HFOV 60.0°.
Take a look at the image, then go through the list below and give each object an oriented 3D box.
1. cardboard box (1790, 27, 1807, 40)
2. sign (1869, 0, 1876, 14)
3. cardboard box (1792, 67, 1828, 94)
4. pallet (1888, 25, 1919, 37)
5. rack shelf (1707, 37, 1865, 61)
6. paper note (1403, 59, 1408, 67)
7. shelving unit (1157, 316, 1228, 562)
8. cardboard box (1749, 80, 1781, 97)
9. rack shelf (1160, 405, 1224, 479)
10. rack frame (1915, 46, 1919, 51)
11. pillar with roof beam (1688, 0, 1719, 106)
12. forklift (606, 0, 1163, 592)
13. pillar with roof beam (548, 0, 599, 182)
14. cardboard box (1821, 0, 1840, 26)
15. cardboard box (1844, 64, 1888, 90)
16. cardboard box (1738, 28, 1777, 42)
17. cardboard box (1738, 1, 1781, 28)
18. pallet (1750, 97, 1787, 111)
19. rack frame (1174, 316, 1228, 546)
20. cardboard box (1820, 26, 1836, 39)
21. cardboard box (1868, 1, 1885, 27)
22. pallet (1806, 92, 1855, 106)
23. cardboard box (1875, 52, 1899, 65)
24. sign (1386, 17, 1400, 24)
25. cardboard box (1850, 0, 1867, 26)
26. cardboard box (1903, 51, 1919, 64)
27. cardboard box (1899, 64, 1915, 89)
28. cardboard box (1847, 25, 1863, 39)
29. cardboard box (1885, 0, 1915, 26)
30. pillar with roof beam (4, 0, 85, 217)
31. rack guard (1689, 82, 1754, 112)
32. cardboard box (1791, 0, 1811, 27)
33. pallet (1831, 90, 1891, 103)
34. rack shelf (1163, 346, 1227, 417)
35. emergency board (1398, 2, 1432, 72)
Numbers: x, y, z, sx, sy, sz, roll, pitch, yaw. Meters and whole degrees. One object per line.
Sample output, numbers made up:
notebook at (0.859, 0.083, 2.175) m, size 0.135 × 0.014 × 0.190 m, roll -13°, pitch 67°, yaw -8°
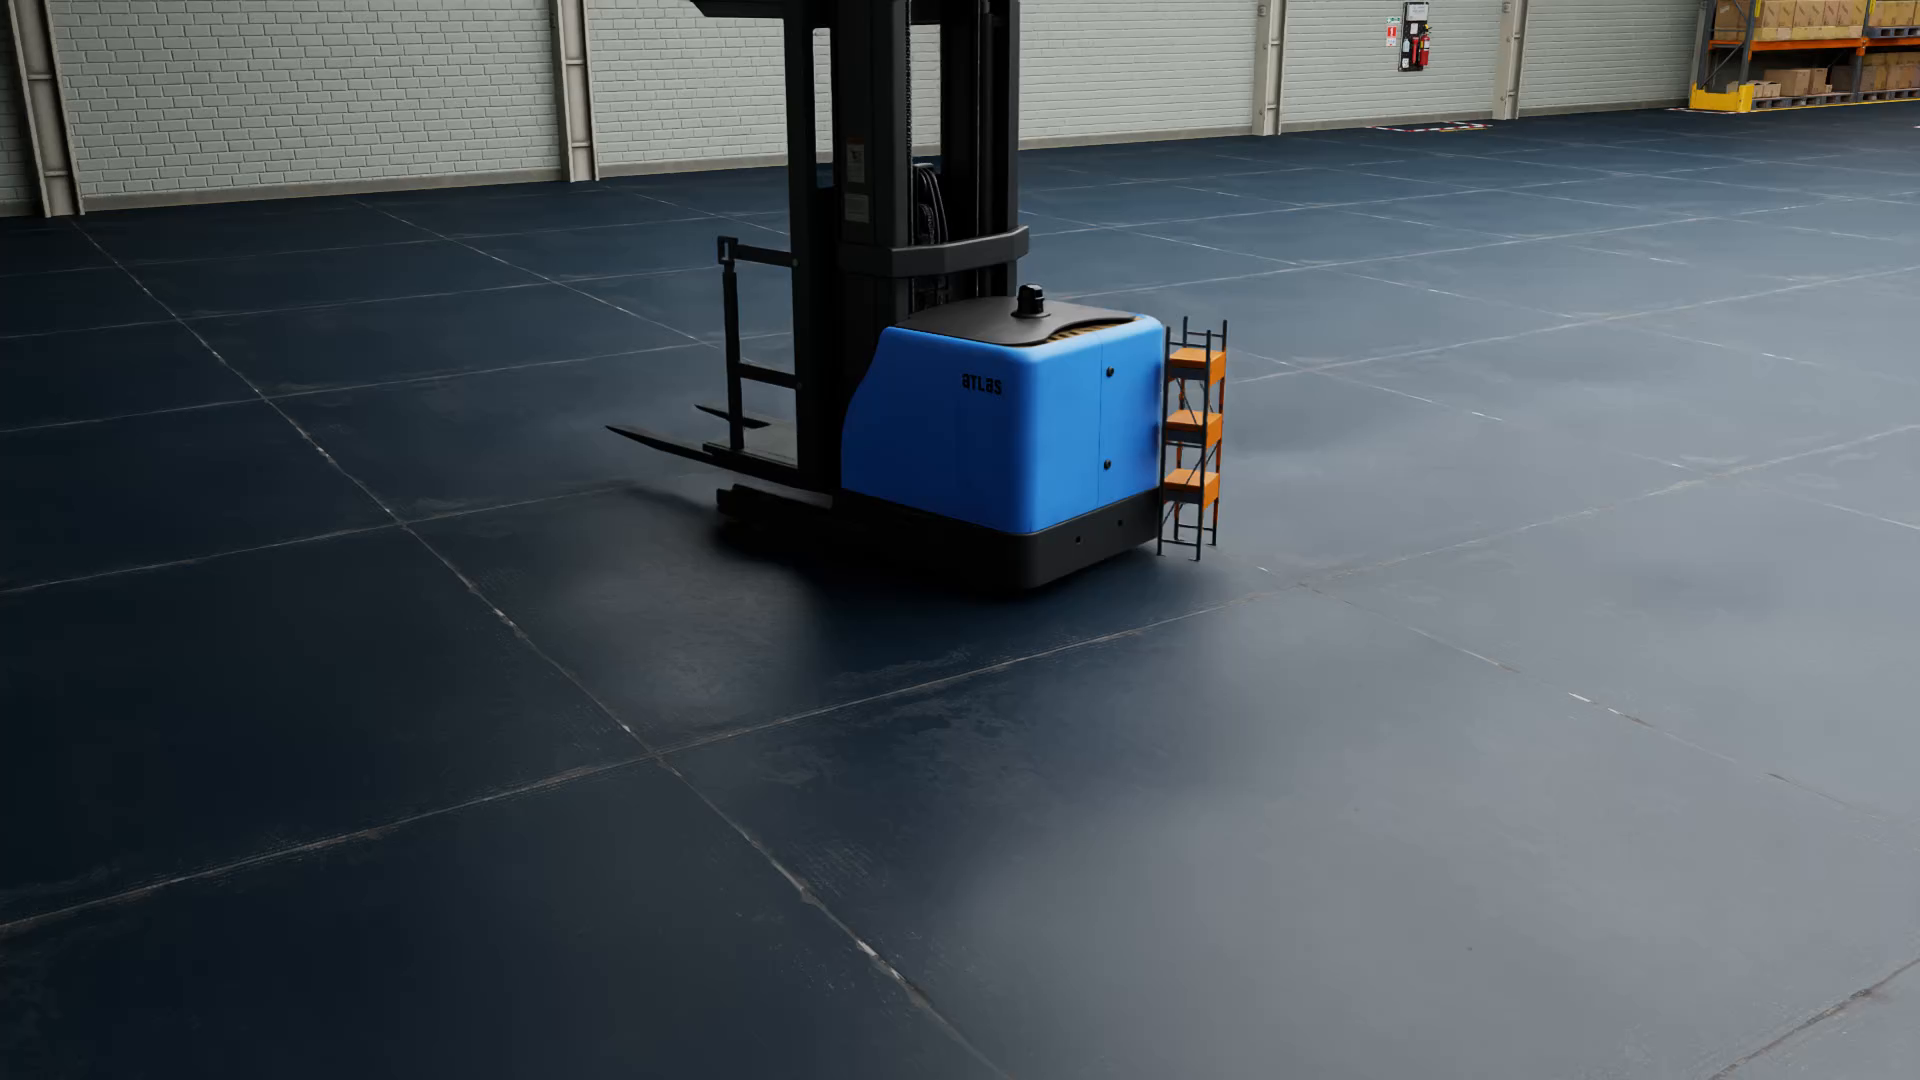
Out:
cardboard box at (16.458, -10.078, 33.076) m, size 0.500 × 0.250 × 0.500 m, roll -12°, pitch 22°, yaw -32°
sign at (18.667, -10.926, 34.029) m, size 0.005 × 0.325 × 0.100 m, roll -12°, pitch 22°, yaw -31°
cardboard box at (17.517, -9.491, 34.351) m, size 0.500 × 0.500 × 0.500 m, roll -14°, pitch 23°, yaw -35°
pallet at (20.072, -10.914, 35.644) m, size 1.213 × 0.211 × 1.003 m, roll -12°, pitch 22°, yaw -31°
rack shelf at (16.692, -9.967, 33.666) m, size 4.000 × 0.370 × 1.077 m, roll -12°, pitch 22°, yaw -31°
paper note at (7.849, -8.398, 29.278) m, size 0.142 × 0.148 × 0.016 m, roll -12°, pitch 22°, yaw -31°
shelving unit at (1.037, -0.450, 7.436) m, size 0.215 × 1.050 × 0.252 m, roll 8°, pitch 20°, yaw 23°
cardboard box at (16.125, -9.088, 33.456) m, size 0.500 × 0.311 × 0.500 m, roll -10°, pitch 21°, yaw -27°
rack shelf at (1.037, -0.440, 7.439) m, size 0.215 × 0.259 × 0.240 m, roll 8°, pitch 20°, yaw 23°
rack frame at (21.703, -11.365, 36.677) m, size 0.127 × 3.000 × 1.000 m, roll -12°, pitch 22°, yaw -31°
pillar with roof beam at (17.498, -12.001, 29.191) m, size 0.400 × 9.000 × 9.100 m, roll -12°, pitch 22°, yaw -31°
forklift at (-0.533, -1.546, 7.740) m, size 3.031 × 2.935 × 1.130 m, roll 16°, pitch 24°, yaw 39°
pillar with roof beam at (-2.546, -7.773, 16.687) m, size 0.400 × 9.000 × 9.100 m, roll -12°, pitch 22°, yaw -31°
cardboard box at (17.297, -10.613, 33.485) m, size 0.500 × 0.500 × 0.500 m, roll -13°, pitch 22°, yaw -33°
cardboard box at (19.372, -9.923, 35.629) m, size 0.500 × 0.500 × 0.700 m, roll -12°, pitch 22°, yaw -32°
cardboard box at (15.604, -9.895, 32.533) m, size 0.500 × 0.250 × 0.500 m, roll -13°, pitch 22°, yaw -33°
cardboard box at (15.585, -10.253, 32.421) m, size 0.500 × 0.500 × 0.500 m, roll -12°, pitch 22°, yaw -31°
pallet at (15.783, -8.782, 33.391) m, size 1.213 × 0.211 × 1.003 m, roll -12°, pitch 22°, yaw -31°
rack frame at (1.088, -0.485, 7.540) m, size 0.200 × 1.050 × 0.008 m, roll 8°, pitch 20°, yaw 23°
cardboard box at (17.301, -10.256, 33.600) m, size 0.500 × 0.250 × 0.500 m, roll -12°, pitch 22°, yaw -32°
cardboard box at (18.806, -10.996, 34.745) m, size 0.500 × 0.500 × 0.700 m, roll -12°, pitch 22°, yaw -31°
pallet at (17.821, -9.211, 34.662) m, size 1.213 × 0.211 × 1.003 m, roll -12°, pitch 22°, yaw -31°
cardboard box at (19.766, -10.345, 35.706) m, size 0.500 × 0.250 × 0.500 m, roll -13°, pitch 22°, yaw -33°
sign at (7.525, -9.025, 28.873) m, size 0.331 × 0.109 × 0.001 m, roll -12°, pitch 22°, yaw -31°
cardboard box at (18.137, -10.788, 34.003) m, size 0.500 × 0.500 × 0.500 m, roll -12°, pitch 22°, yaw -32°
cardboard box at (20.620, -10.520, 36.223) m, size 0.500 × 0.250 × 0.500 m, roll -11°, pitch 22°, yaw -30°
cardboard box at (20.237, -10.093, 36.133) m, size 0.500 × 0.500 × 0.700 m, roll -12°, pitch 22°, yaw -32°
cardboard box at (18.133, -10.434, 34.128) m, size 0.500 × 0.250 × 0.500 m, roll -12°, pitch 22°, yaw -31°
cardboard box at (19.809, -11.217, 35.398) m, size 0.500 × 0.500 × 0.700 m, roll -9°, pitch 21°, yaw -24°
pillar with roof beam at (-7.557, -6.717, 13.561) m, size 0.400 × 9.000 × 9.100 m, roll -12°, pitch 22°, yaw -31°
rack guard at (15.085, -8.785, 32.949) m, size 0.348 × 0.500 × 1.175 m, roll -12°, pitch 22°, yaw -31°
cardboard box at (16.439, -10.427, 32.935) m, size 0.500 × 0.500 × 0.500 m, roll -13°, pitch 22°, yaw -33°
pallet at (19.012, -9.477, 35.447) m, size 1.213 × 0.211 × 1.003 m, roll -12°, pitch 22°, yaw -31°
rack shelf at (1.037, -0.708, 7.348) m, size 0.215 × 0.259 × 0.240 m, roll 8°, pitch 20°, yaw 23°
emergency board at (8.034, -8.828, 29.175) m, size 0.643 × 1.169 × 0.194 m, roll -12°, pitch 22°, yaw -31°
